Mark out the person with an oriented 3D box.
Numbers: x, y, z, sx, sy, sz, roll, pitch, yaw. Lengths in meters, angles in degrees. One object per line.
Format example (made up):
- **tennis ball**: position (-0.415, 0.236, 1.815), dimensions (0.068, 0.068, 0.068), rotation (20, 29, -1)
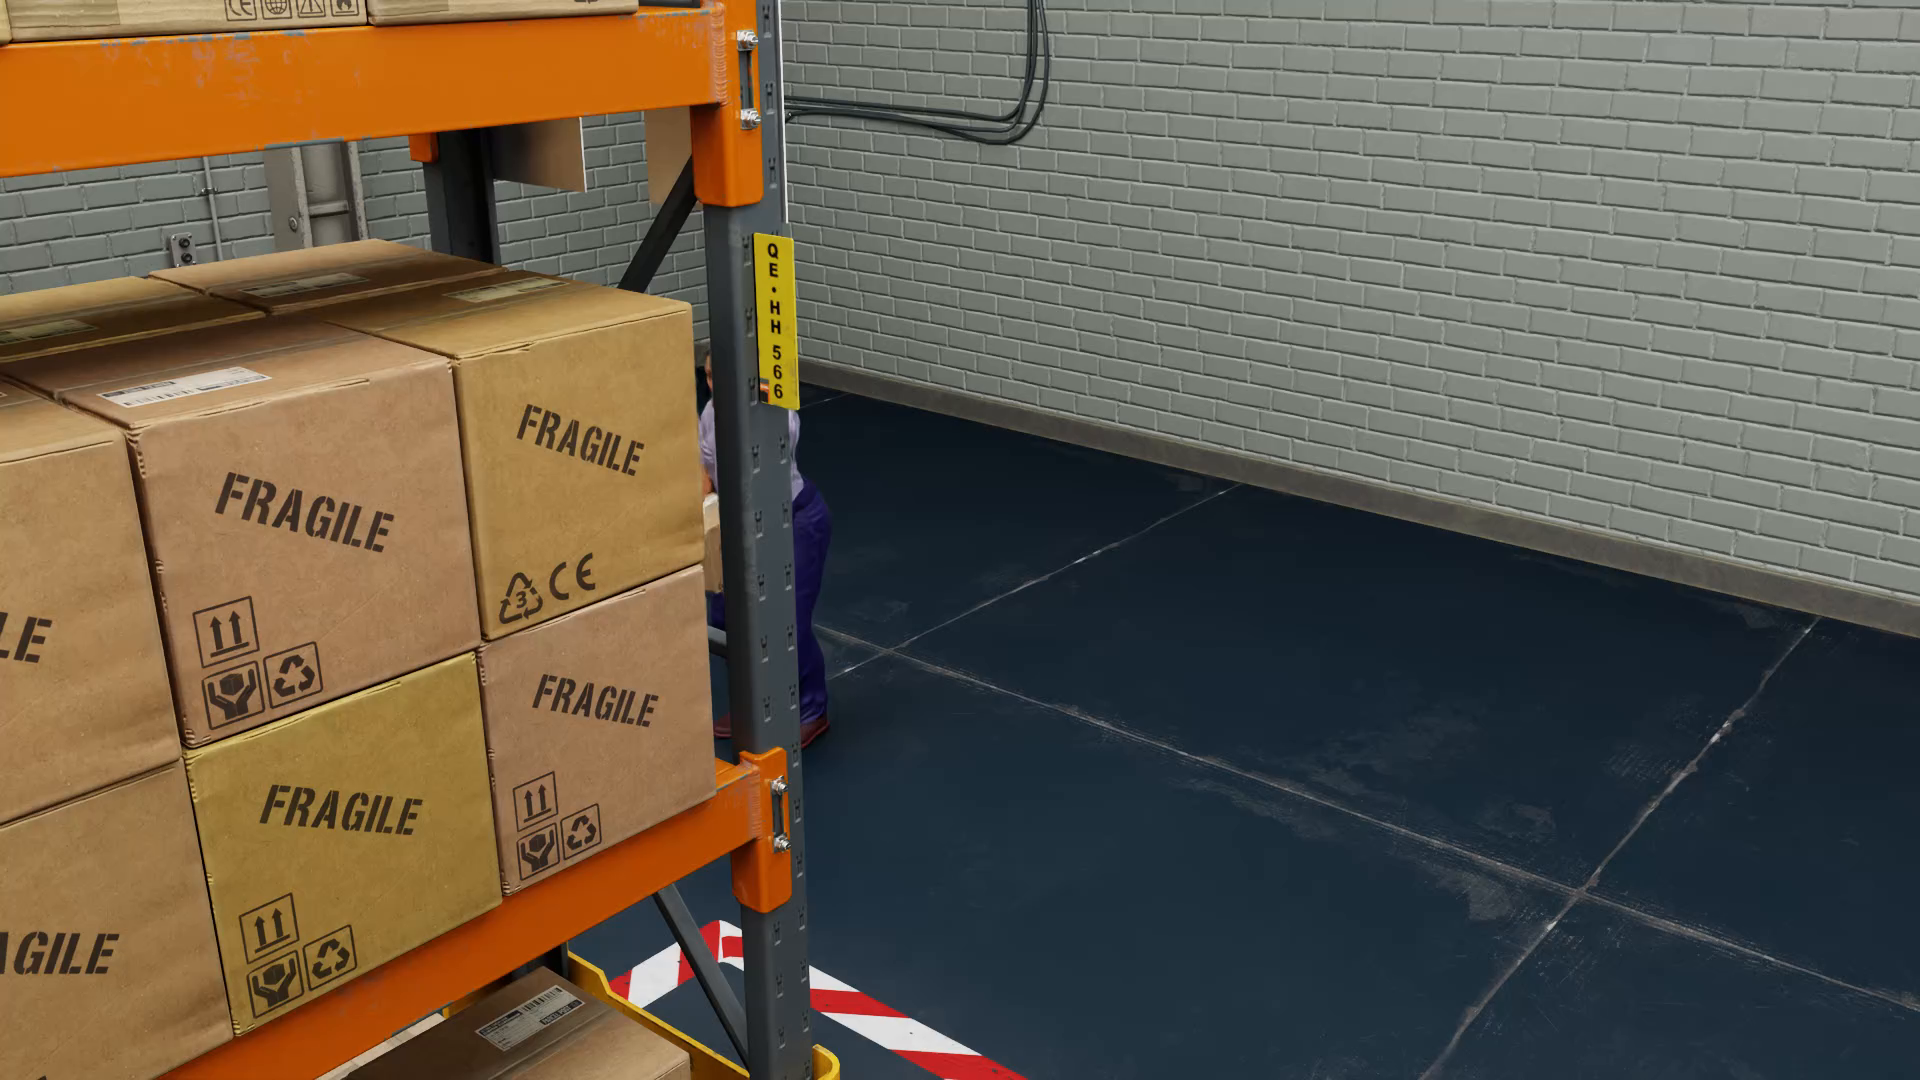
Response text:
- **person**: position (-0.753, 0.006, 6.149), dimensions (0.434, 1.610, 0.567), rotation (15, 25, 35)
